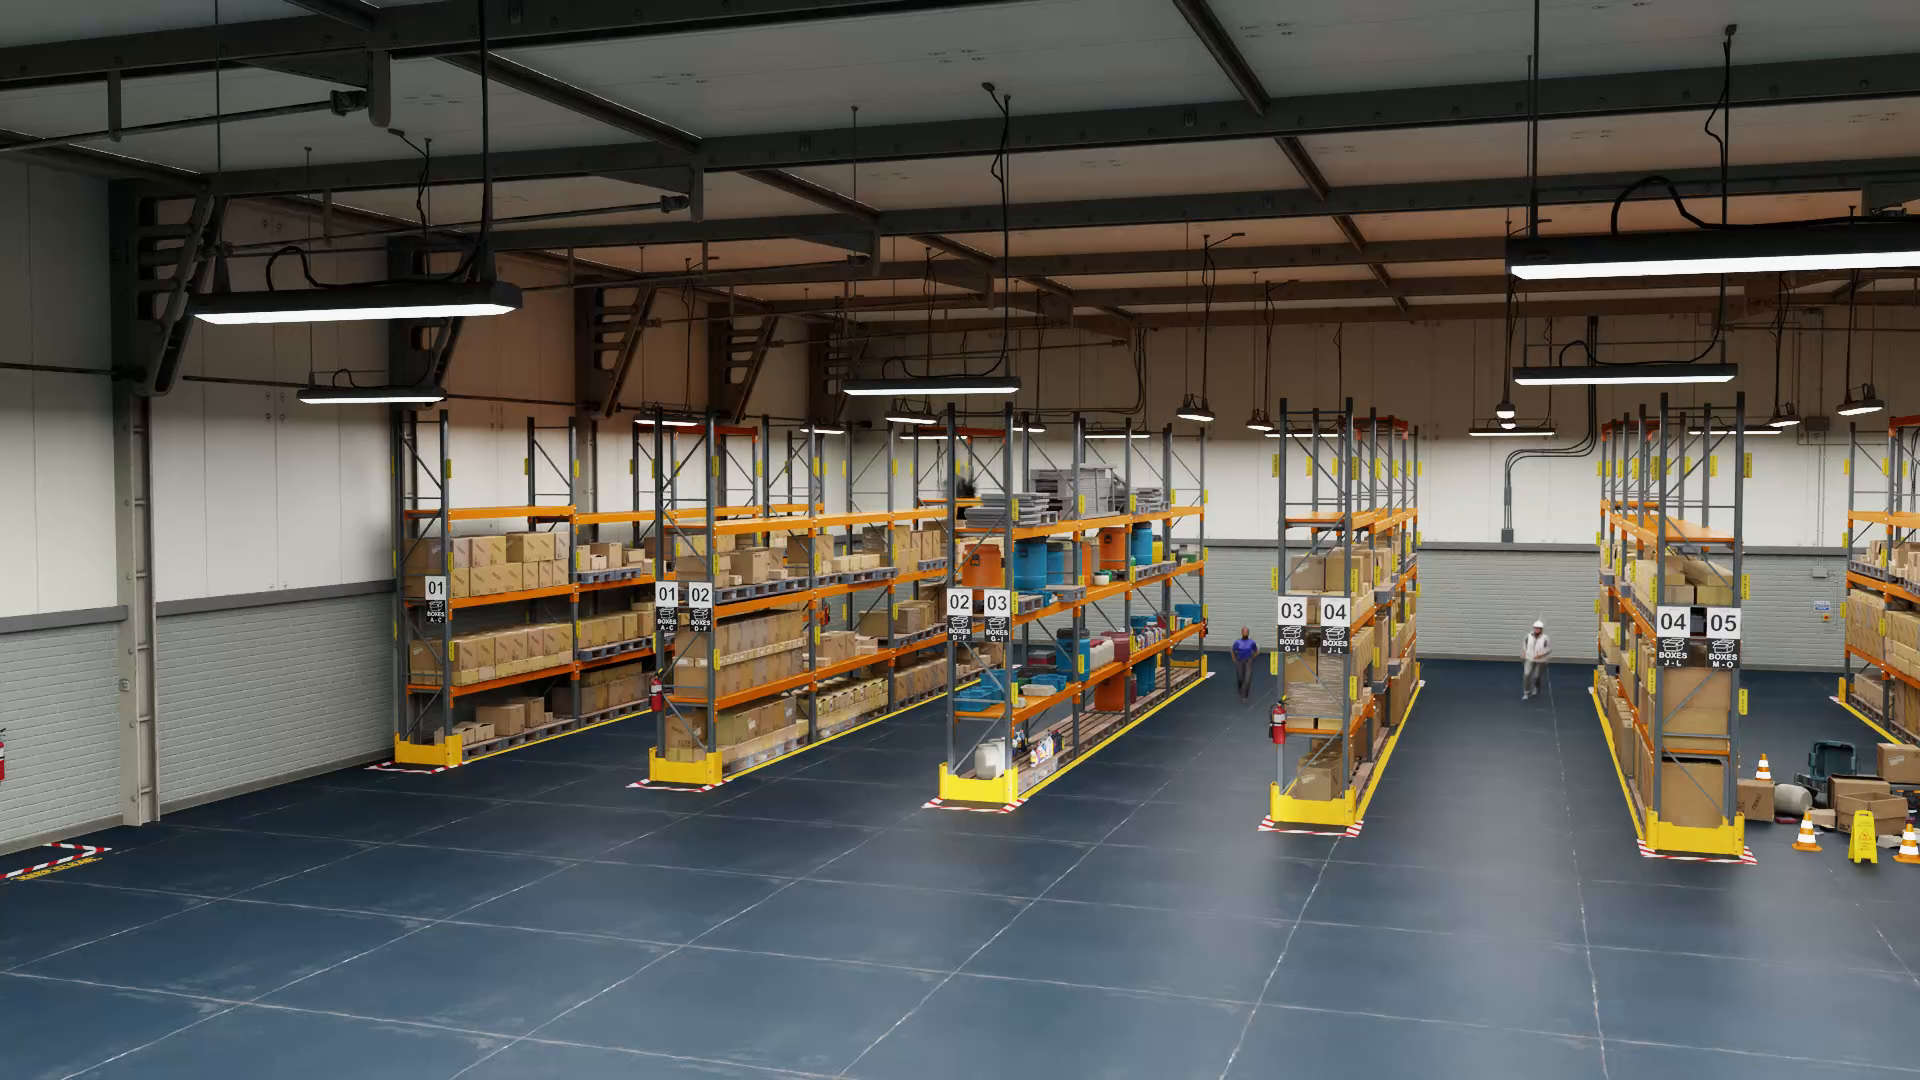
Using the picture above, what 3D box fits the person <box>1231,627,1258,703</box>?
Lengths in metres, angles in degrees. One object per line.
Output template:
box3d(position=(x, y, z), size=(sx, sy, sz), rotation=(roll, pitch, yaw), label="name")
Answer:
box3d(position=(6.101, 2.680, 35.639), size=(0.575, 1.615, 0.560), rotation=(0, 2, 8), label="person")

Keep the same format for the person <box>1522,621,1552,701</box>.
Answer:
box3d(position=(12.563, 2.593, 36.154), size=(0.648, 1.729, 0.956), rotation=(1, 3, 31), label="person")
